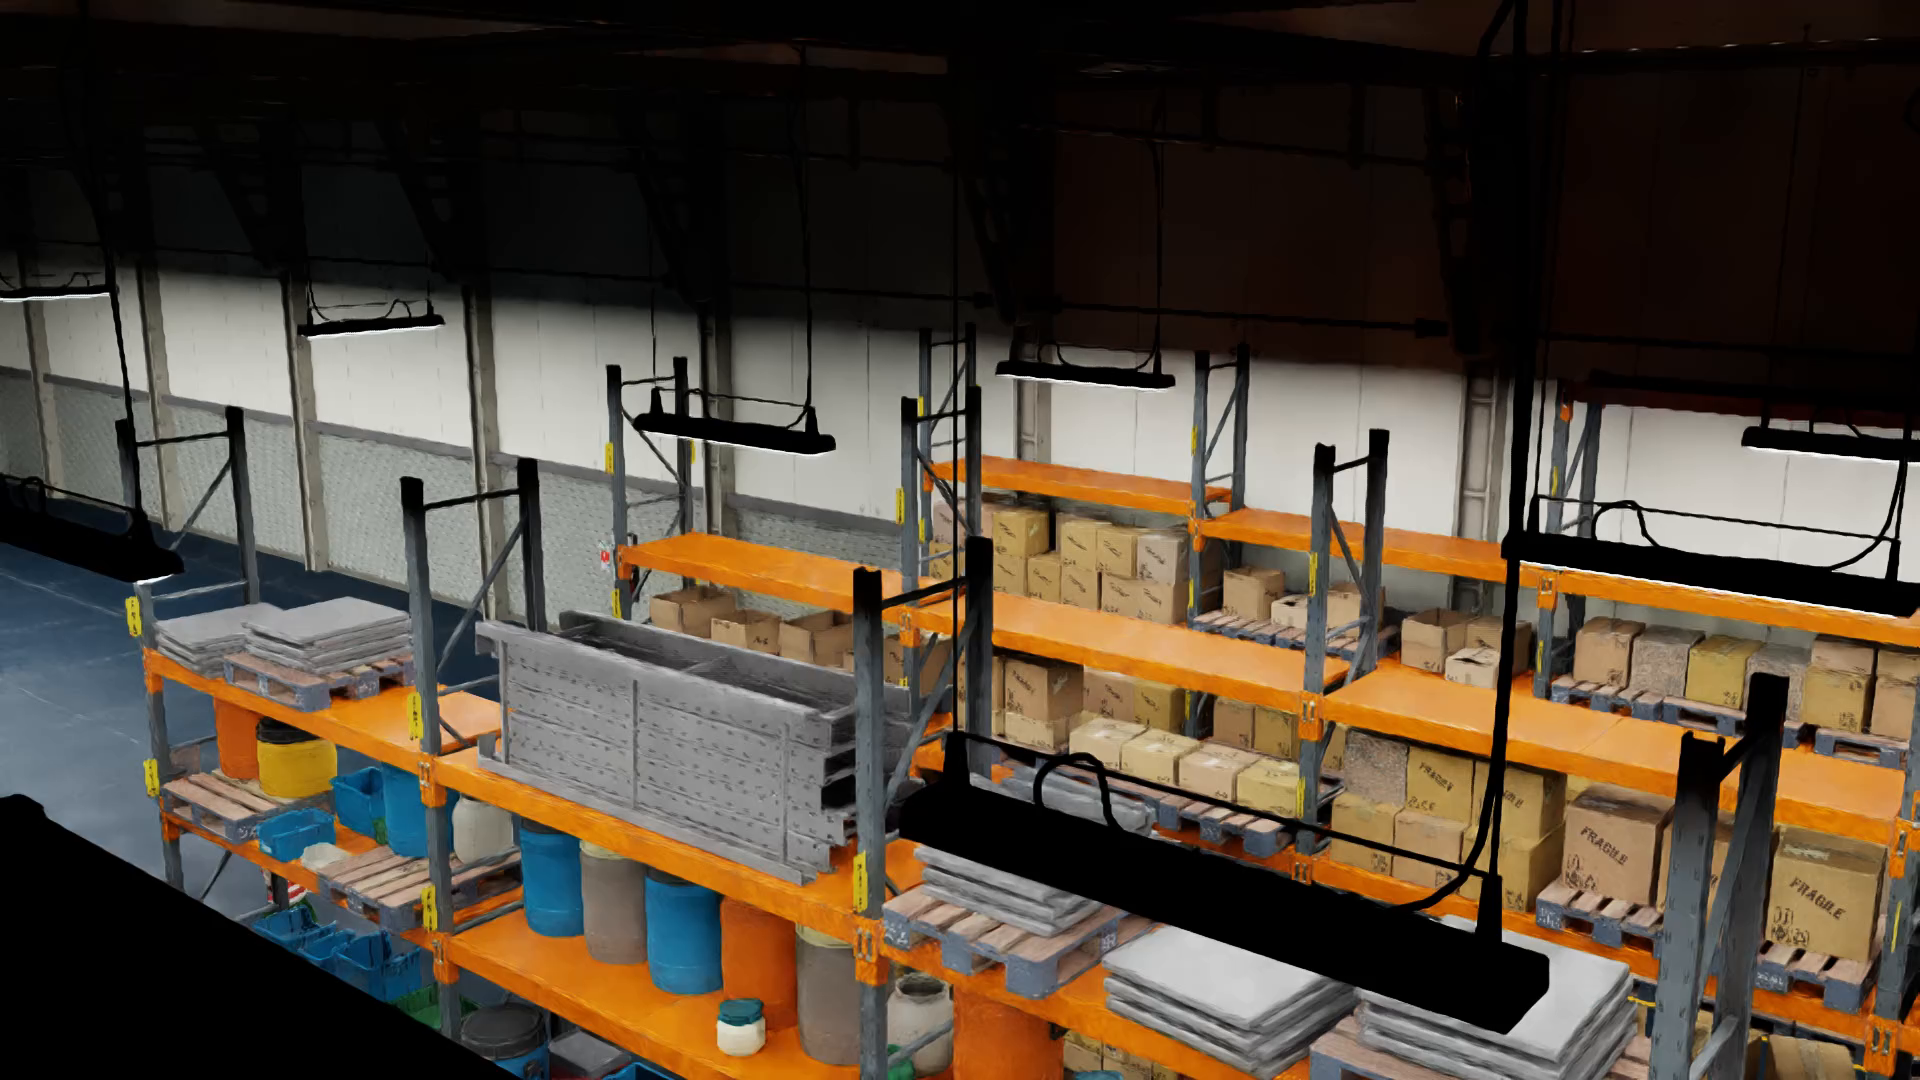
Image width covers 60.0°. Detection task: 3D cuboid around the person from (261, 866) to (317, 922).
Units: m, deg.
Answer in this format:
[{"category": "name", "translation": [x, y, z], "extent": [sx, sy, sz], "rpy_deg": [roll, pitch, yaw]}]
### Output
[{"category": "person", "translation": [-6.735, 3.568, 16.542], "extent": [0.968, 1.743, 0.593], "rpy_deg": [4, 13, 16]}]
